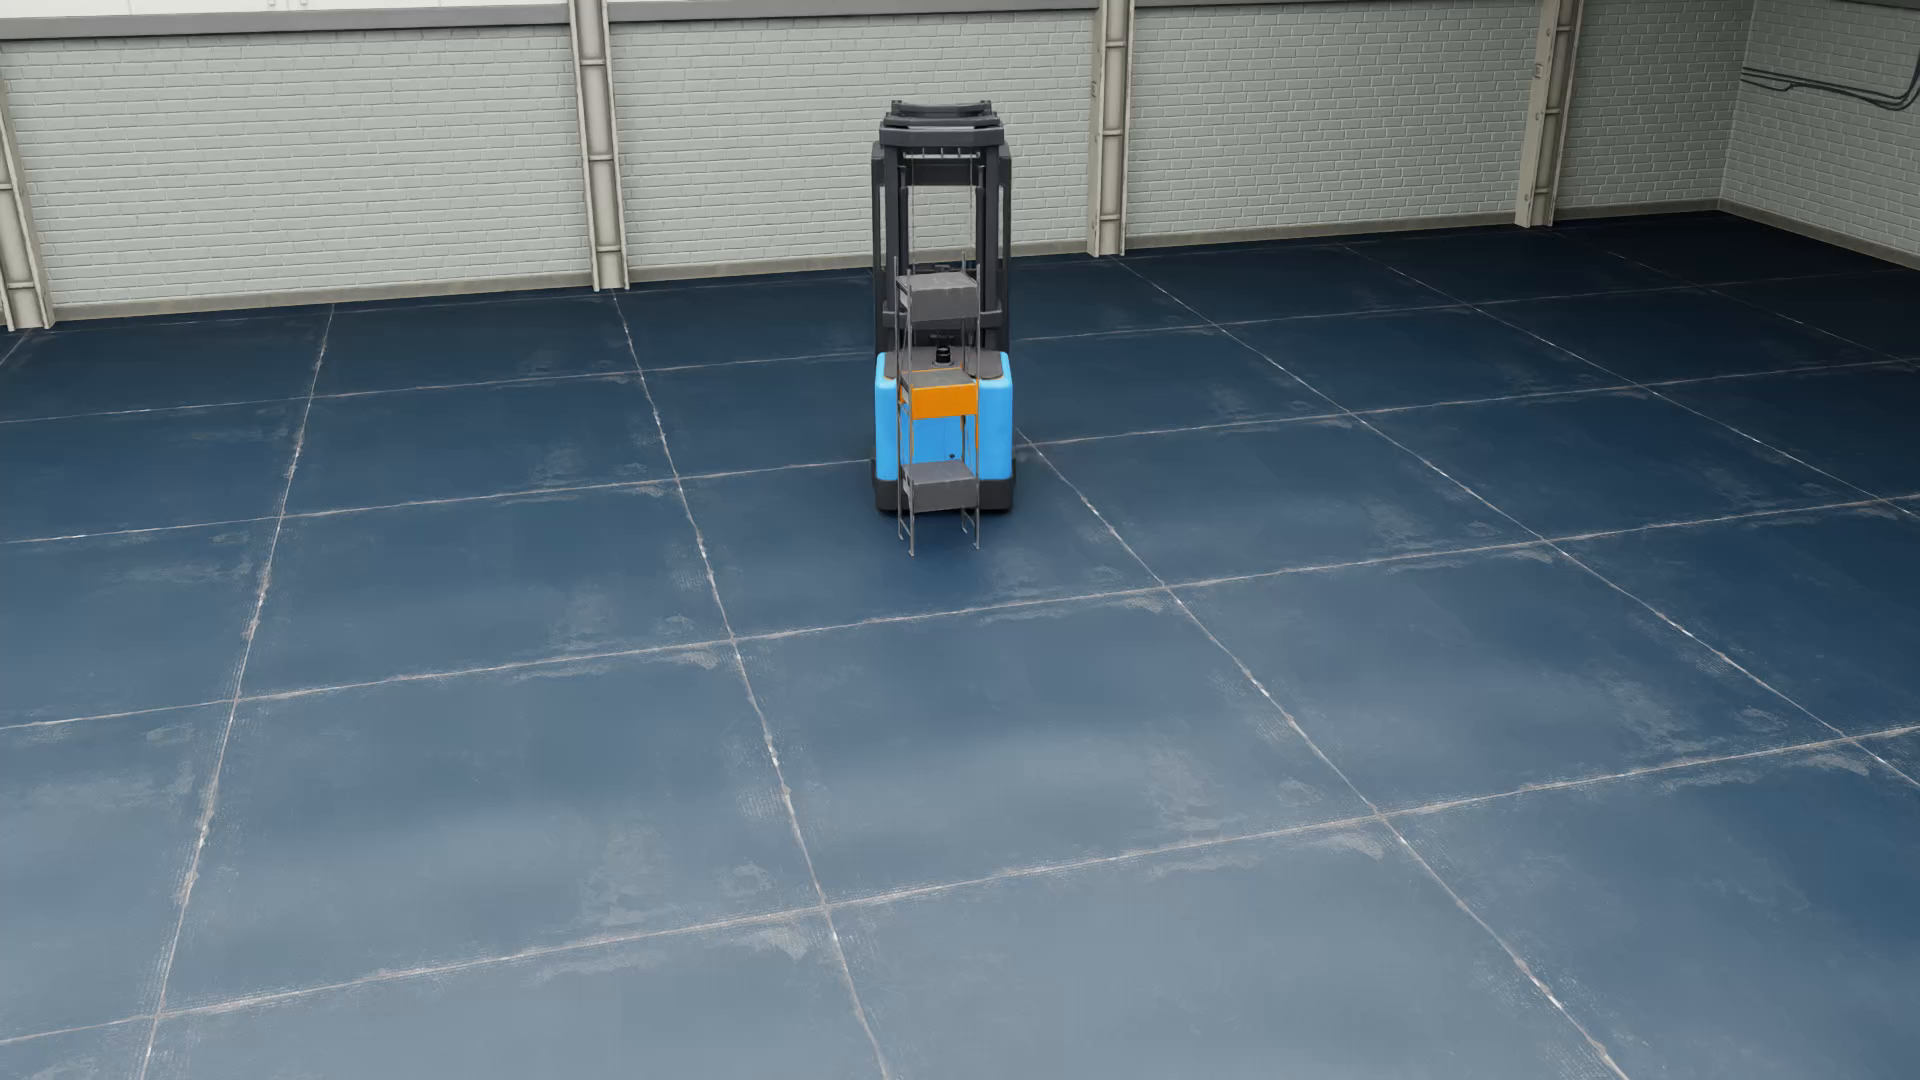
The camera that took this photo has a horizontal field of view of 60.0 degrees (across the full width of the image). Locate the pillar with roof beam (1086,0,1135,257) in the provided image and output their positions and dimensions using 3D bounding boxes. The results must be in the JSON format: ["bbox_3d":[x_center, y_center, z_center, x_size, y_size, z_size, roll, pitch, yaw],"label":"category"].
[{"bbox_3d":[2.954,-6.034,14.900,0.400,9.000,9.100,-6,24,-14],"label":"pillar with roof beam"}]

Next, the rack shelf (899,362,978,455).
[{"bbox_3d":[-0.159,-0.935,11.800,0.480,0.518,0.431,-6,24,-14],"label":"rack shelf"}]

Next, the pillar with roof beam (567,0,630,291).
[{"bbox_3d":[-2.823,-5.395,13.410,0.400,9.000,9.100,-6,24,-14],"label":"pillar with roof beam"}]

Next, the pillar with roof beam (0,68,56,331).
[{"bbox_3d":[-8.600,-4.755,11.921,0.400,9.000,9.100,-6,24,-14],"label":"pillar with roof beam"}]

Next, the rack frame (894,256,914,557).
[{"bbox_3d":[-0.394,-0.921,11.734,0.015,2.100,0.400,-6,24,-14],"label":"rack frame"}]

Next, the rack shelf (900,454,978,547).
[{"bbox_3d":[-0.159,-0.291,12.076,0.480,0.518,0.431,-6,24,-14],"label":"rack shelf"}]

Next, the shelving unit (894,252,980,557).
[{"bbox_3d":[-0.159,-0.947,11.795,0.503,2.100,0.431,-6,24,-14],"label":"shelving unit"}]

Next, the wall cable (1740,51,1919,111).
[{"bbox_3d":[10.761,-6.692,20.372,0.112,2.526,3.097,-6,24,-14],"label":"wall cable"}]

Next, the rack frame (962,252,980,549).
[{"bbox_3d":[0.076,-0.973,11.855,0.015,2.100,0.400,-6,24,-14],"label":"rack frame"}]

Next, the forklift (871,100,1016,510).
[{"bbox_3d":[-0.149,-2.106,13.442,1.130,2.935,3.031,0,23,-1],"label":"forklift"}]

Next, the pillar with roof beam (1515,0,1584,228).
[{"bbox_3d":[8.731,-6.673,16.389,0.400,9.000,9.100,-6,24,-14],"label":"pillar with roof beam"}]

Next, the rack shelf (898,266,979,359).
[{"bbox_3d":[-0.159,-1.578,11.524,0.480,0.518,0.431,-6,24,-14],"label":"rack shelf"}]
